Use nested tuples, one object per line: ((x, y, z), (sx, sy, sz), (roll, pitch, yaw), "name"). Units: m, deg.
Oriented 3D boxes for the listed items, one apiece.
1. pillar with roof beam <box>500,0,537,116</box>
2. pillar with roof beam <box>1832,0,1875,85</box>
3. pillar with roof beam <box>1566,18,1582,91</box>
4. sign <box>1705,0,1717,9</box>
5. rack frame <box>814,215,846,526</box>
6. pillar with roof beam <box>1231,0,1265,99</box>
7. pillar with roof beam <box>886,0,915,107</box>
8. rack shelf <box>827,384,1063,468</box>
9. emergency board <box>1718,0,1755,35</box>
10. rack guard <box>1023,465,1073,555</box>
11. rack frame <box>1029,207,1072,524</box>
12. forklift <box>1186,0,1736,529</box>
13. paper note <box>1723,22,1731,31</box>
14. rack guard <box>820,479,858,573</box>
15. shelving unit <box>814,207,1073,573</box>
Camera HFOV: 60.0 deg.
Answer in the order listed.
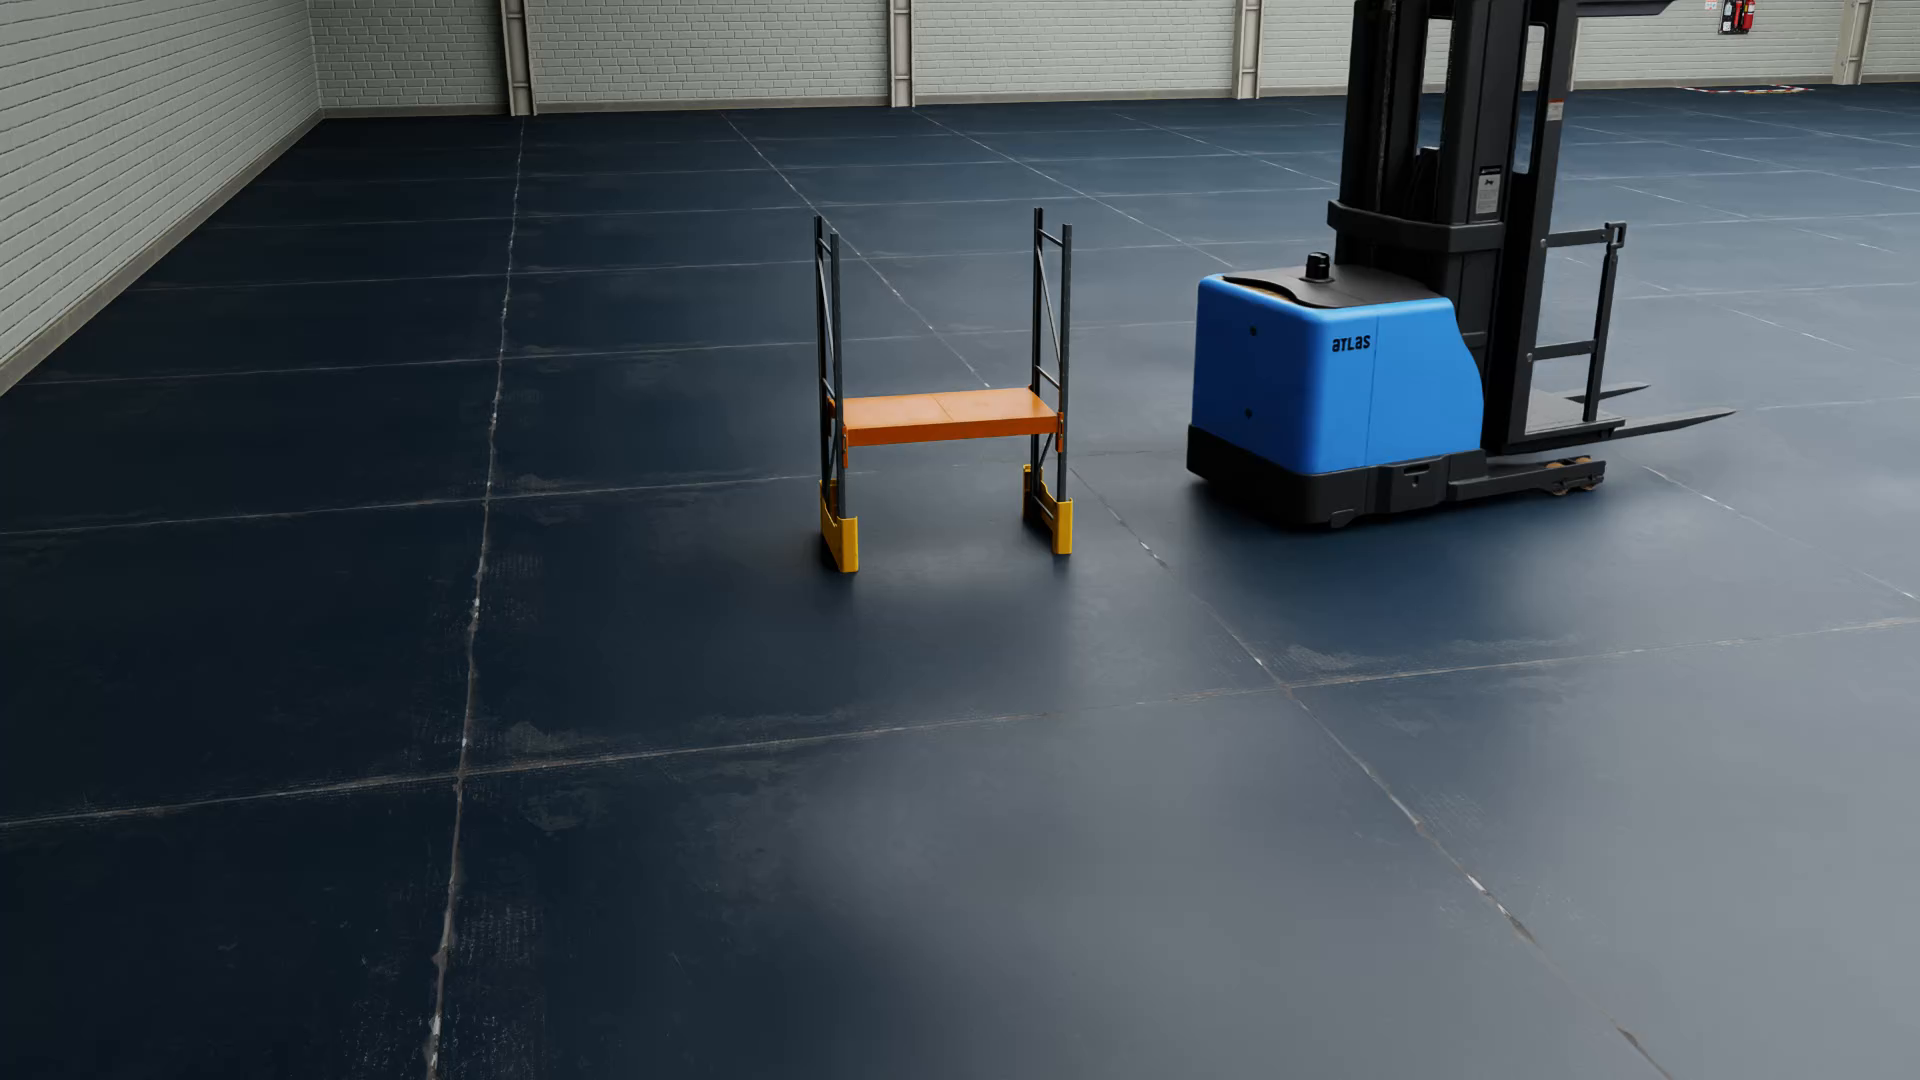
((-5.805, -9.413, 20.429), (0.400, 9.000, 9.100), (-5, 21, -12), "pillar with roof beam")
((17.551, -11.313, 25.615), (0.400, 9.000, 9.100), (-5, 21, -12), "pillar with roof beam")
((11.712, -10.838, 24.319), (0.400, 9.000, 9.100), (-5, 21, -12), "pillar with roof beam")
((13.585, -9.762, 30.050), (0.234, 0.329, 0.001), (-5, 21, -12), "sign")
((-0.578, -0.657, 7.428), (0.032, 1.500, 0.500), (-5, 21, -12), "rack frame")
((5.873, -10.363, 23.022), (0.400, 9.000, 9.100), (-5, 21, -12), "pillar with roof beam")
((0.034, -9.888, 21.726), (0.400, 9.000, 9.100), (-5, 21, -12), "pillar with roof beam")
((-0.083, -0.529, 7.600), (1.000, 0.185, 0.538), (-5, 21, -12), "rack shelf")
((14.147, -9.754, 30.082), (0.643, 1.169, 0.194), (-5, 21, -12), "emergency board")
((0.410, -0.151, 7.863), (0.087, 0.250, 0.587), (-5, 21, -12), "rack guard")
((0.412, -0.738, 7.648), (0.032, 1.500, 0.500), (-5, 21, -12), "rack frame")
((2.733, -1.755, 8.346), (3.031, 2.935, 1.130), (-9, 22, -23), "forklift")
((13.959, -9.350, 30.258), (0.142, 0.148, 0.016), (-5, 21, -12), "paper note")
((-0.559, -0.072, 7.648), (0.087, 0.250, 0.587), (-5, 21, -12), "rack guard")
((-0.074, -0.698, 7.540), (1.083, 1.500, 0.587), (-5, 21, -12), "shelving unit")
